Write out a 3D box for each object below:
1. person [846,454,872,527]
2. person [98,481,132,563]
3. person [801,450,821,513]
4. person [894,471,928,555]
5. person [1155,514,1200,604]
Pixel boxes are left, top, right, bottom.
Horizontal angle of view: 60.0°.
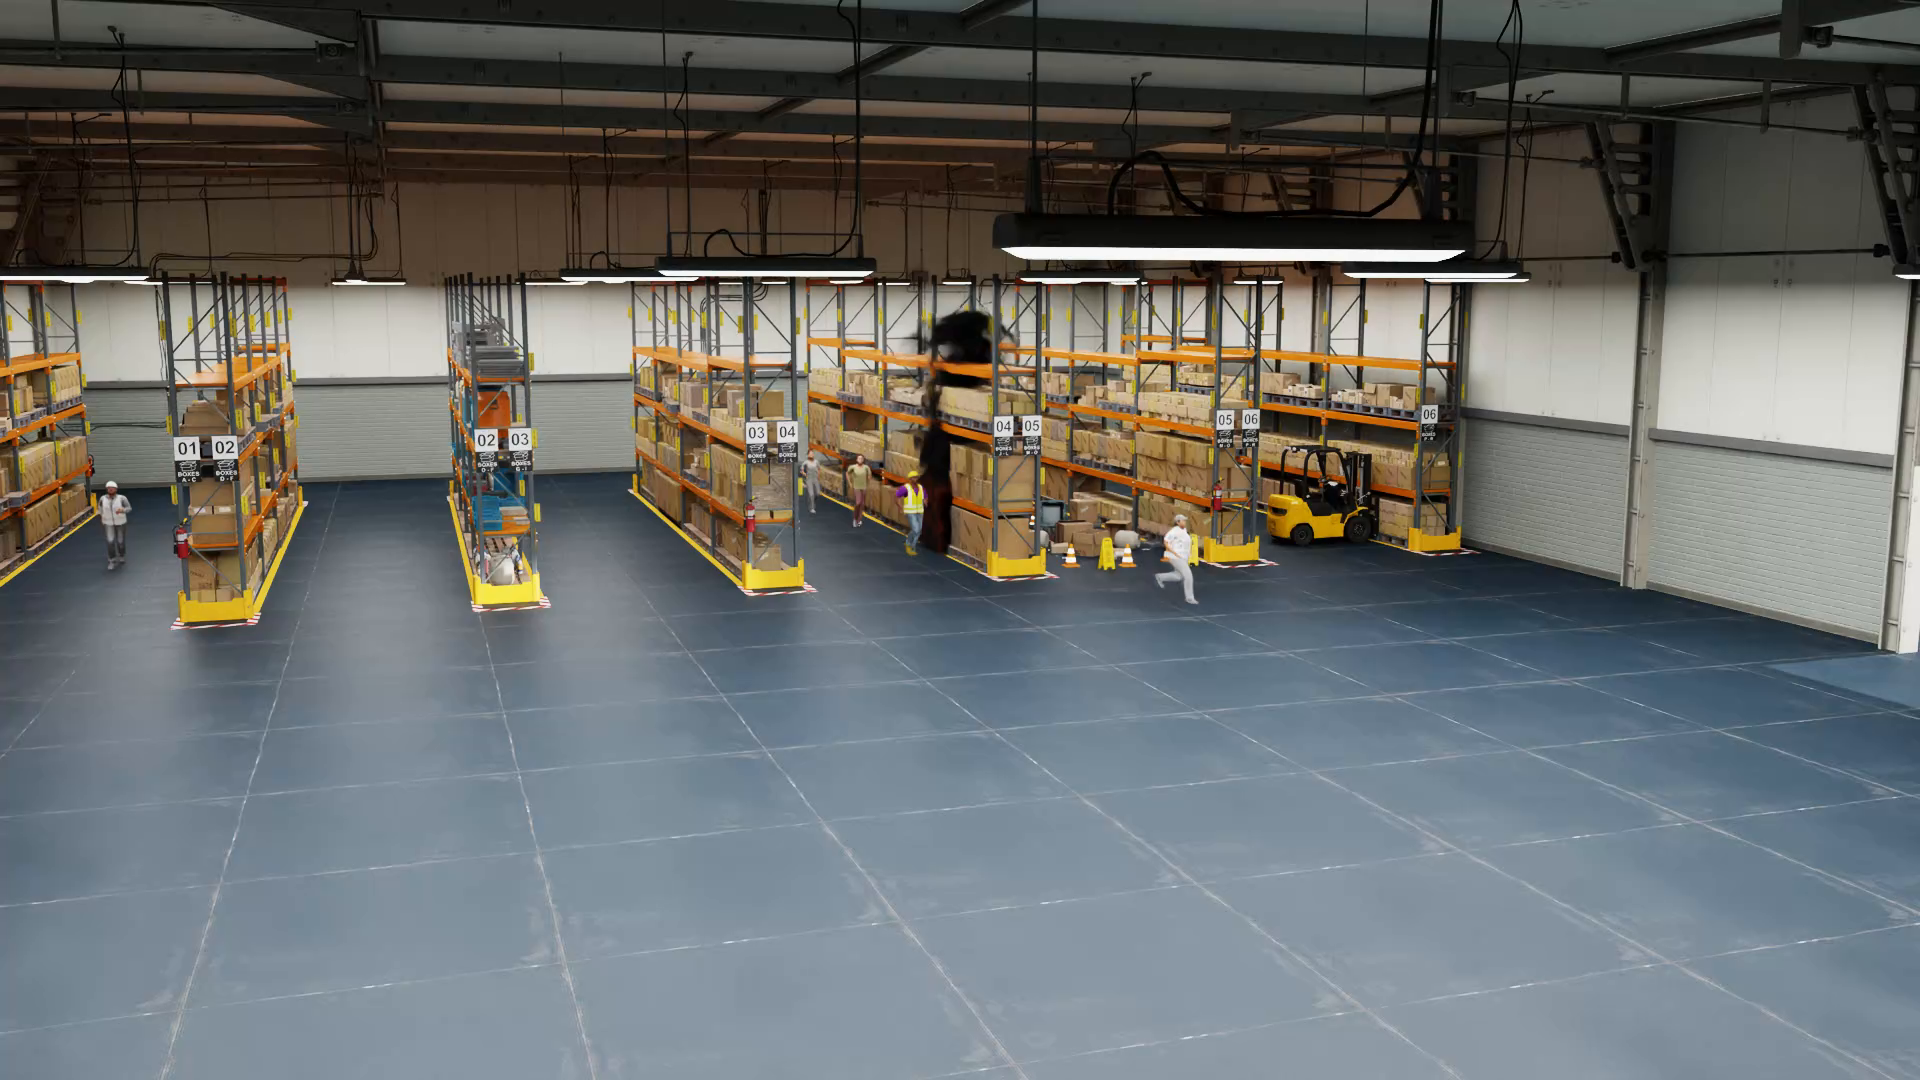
[{"bbox_3d":[-2.292,-1.144,38.290,0.581,1.697,0.618,-3,9,-19],"label":"person"},{"bbox_3d":[-17.388,-0.386,34.248,0.641,1.677,0.793,-4,9,-23],"label":"person"},{"bbox_3d":[-3.806,-1.510,42.669,0.561,1.619,0.584,-4,9,-23],"label":"person"},{"bbox_3d":[-0.923,-0.540,33.953,0.690,1.745,0.597,-5,10,-32],"label":"person"},{"bbox_3d":[4.008,0.347,30.594,0.923,1.661,0.591,5,10,29],"label":"person"}]
